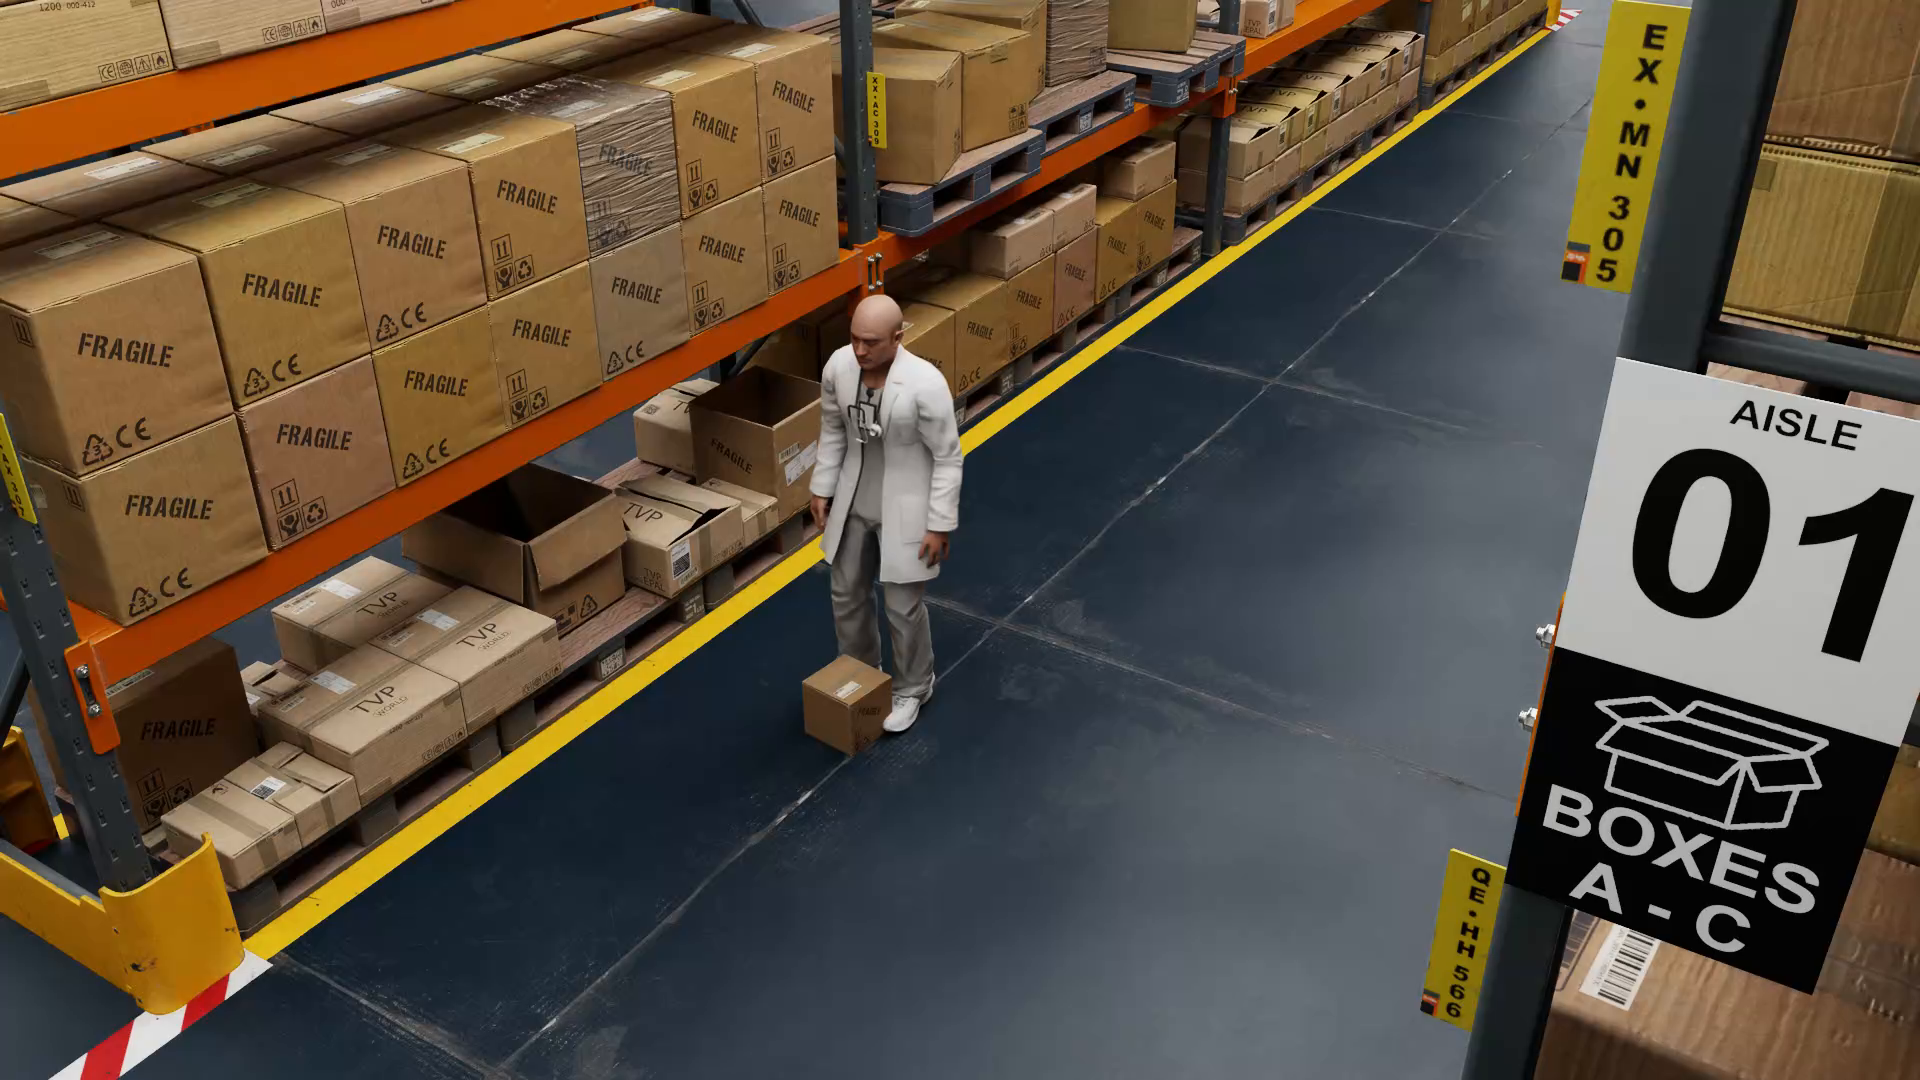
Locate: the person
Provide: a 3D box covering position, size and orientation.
[{"bbox_3d":[-0.288,-0.111,6.336,0.654,1.775,0.420,18,34,28],"label":"person"}]
